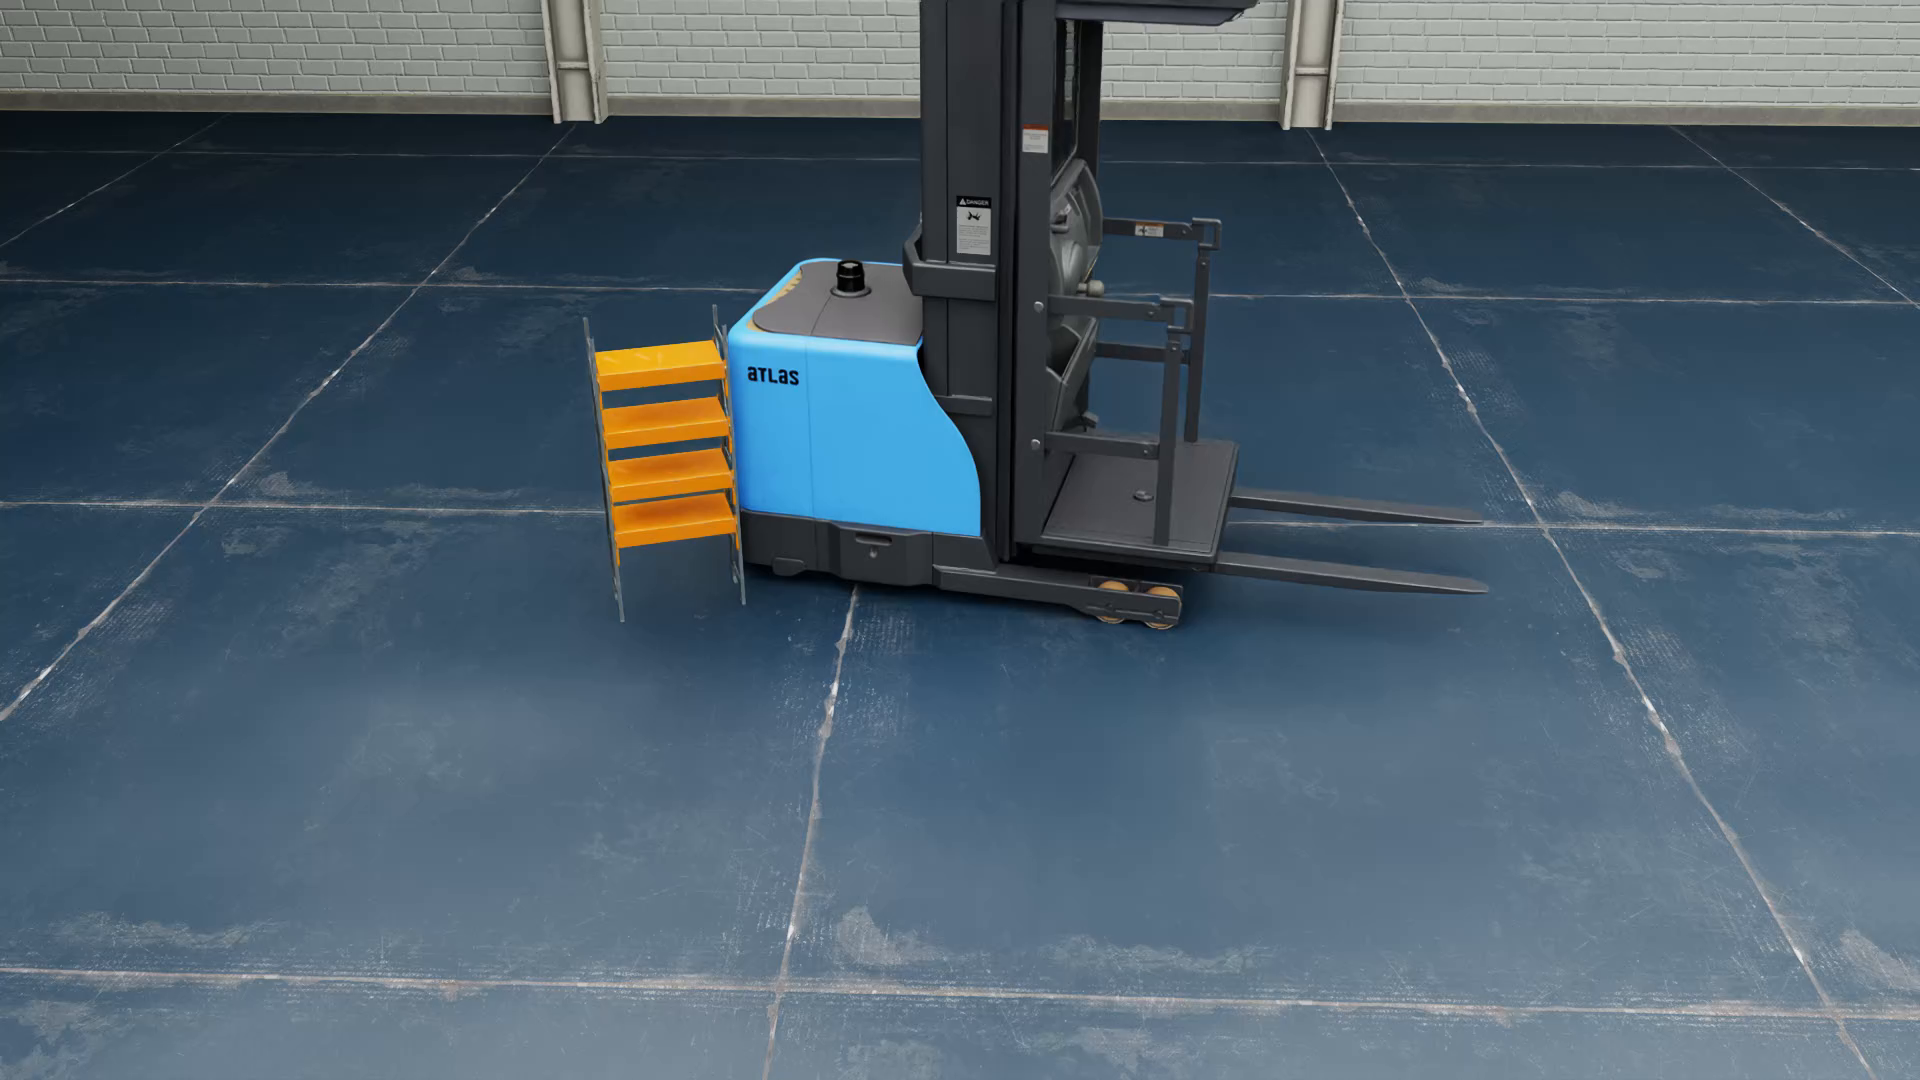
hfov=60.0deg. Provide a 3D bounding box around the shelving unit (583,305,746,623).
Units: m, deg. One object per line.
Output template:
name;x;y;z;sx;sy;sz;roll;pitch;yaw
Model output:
shelving unit;-1.145;-0.288;6.511;0.503;1.200;0.258;-8;29;-15

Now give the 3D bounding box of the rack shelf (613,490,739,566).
rack shelf;-1.145;-0.053;6.636;0.480;0.148;0.258;-8;29;-15

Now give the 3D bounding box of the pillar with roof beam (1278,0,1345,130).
pillar with roof beam;2.686;-5.380;7.791;0.400;9.000;9.100;1;28;2

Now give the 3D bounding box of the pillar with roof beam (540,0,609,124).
pillar with roof beam;-3.311;-5.479;7.978;0.400;9.000;9.100;1;28;2

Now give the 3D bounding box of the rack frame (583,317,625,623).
rack frame;-1.379;-0.255;6.449;0.015;1.200;0.240;-8;29;-15

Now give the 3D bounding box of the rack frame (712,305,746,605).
rack frame;-0.912;-0.320;6.573;0.015;1.200;0.240;-8;29;-15

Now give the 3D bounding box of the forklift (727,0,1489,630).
forklift;0.639;-1.216;6.414;3.031;2.935;1.130;6;29;12

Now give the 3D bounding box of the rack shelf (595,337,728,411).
rack shelf;-1.145;-0.635;6.327;0.480;0.148;0.258;-8;29;-15

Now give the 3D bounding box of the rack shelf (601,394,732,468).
rack shelf;-1.145;-0.426;6.438;0.480;0.148;0.258;-8;29;-15

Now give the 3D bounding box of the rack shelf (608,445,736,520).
rack shelf;-1.145;-0.228;6.543;0.480;0.148;0.258;-8;29;-15
